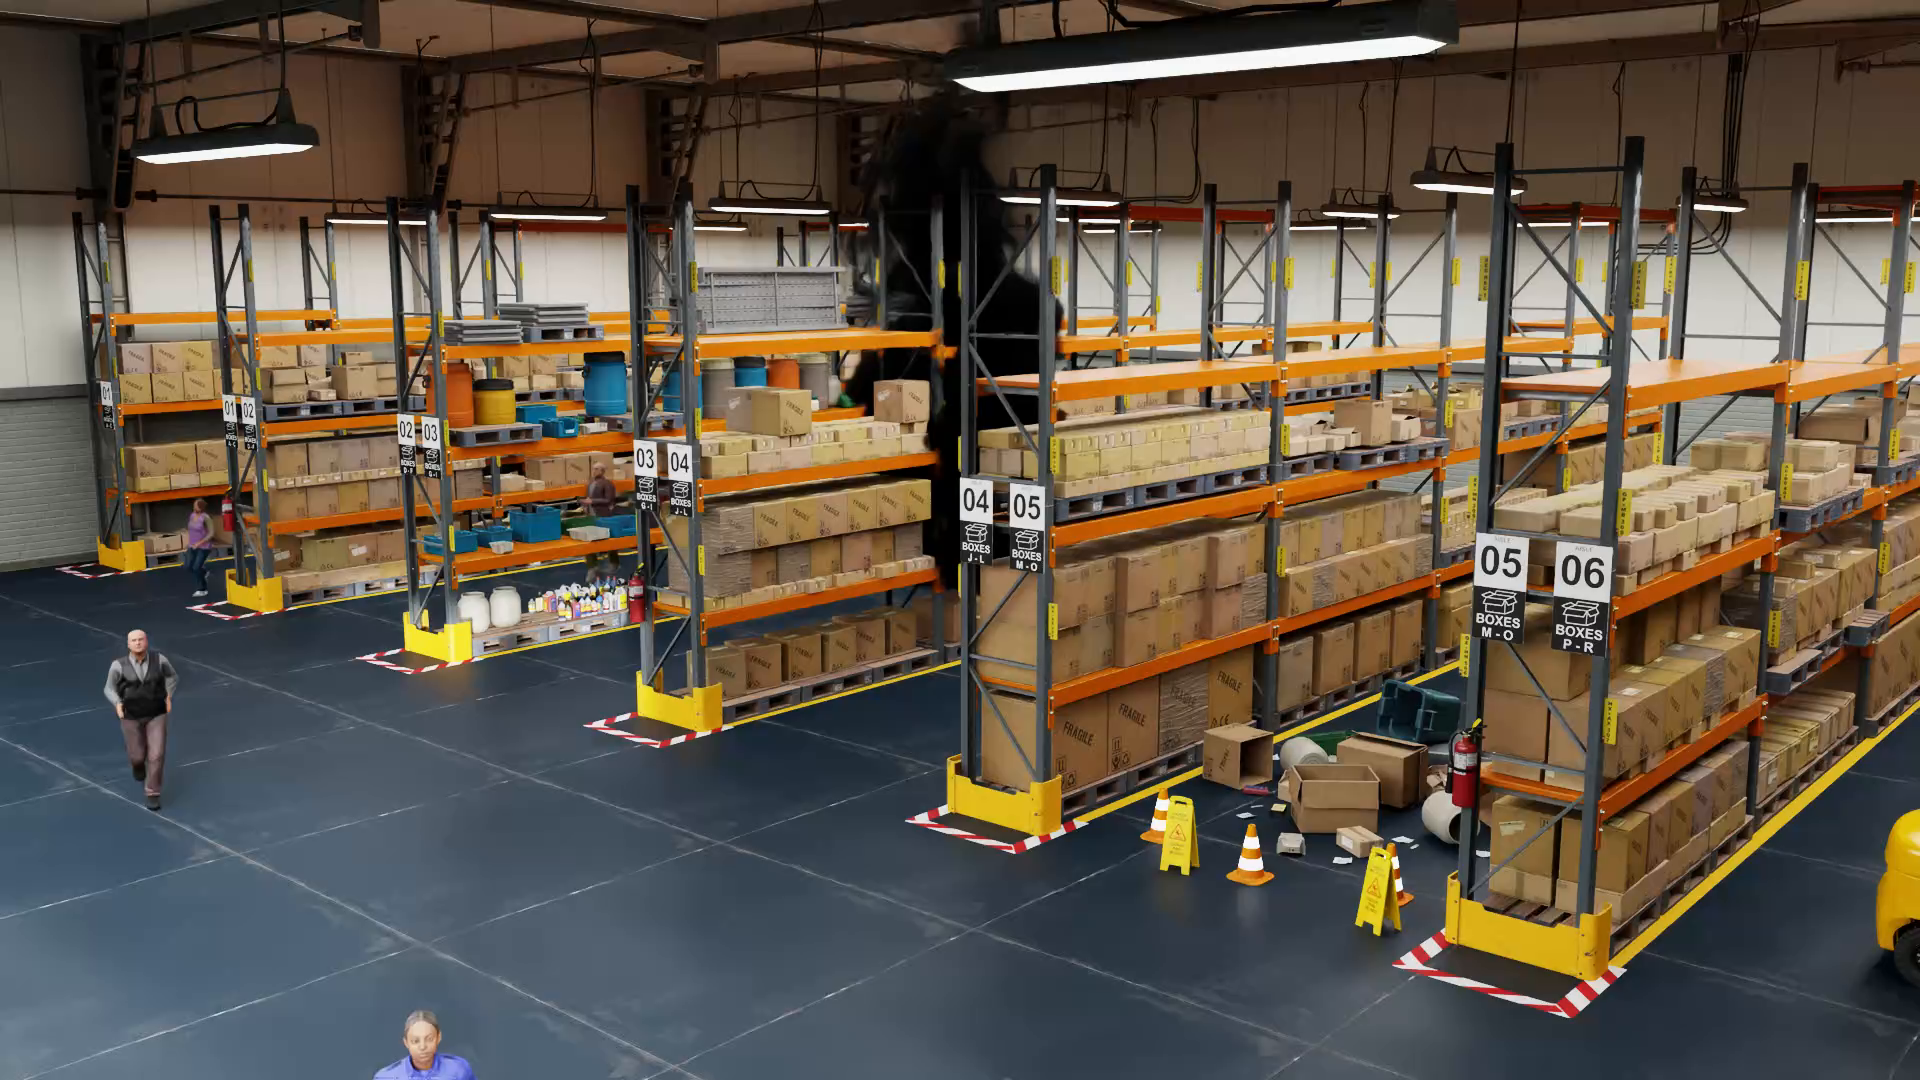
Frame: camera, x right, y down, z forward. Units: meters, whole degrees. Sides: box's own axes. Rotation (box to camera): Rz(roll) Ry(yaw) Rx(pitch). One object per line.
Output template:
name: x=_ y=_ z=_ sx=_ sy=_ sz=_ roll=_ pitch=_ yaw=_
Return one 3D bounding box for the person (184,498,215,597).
person: x=-11.847 y=0.136 z=25.988 sx=0.547 sy=1.555 sz=0.529 roll=3 pitch=10 yaw=17

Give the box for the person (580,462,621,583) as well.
person: x=-5.637 y=-0.271 z=25.917 sx=0.670 sy=1.887 sz=0.786 roll=6 pitch=11 yaw=30

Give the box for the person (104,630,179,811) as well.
person: x=-7.869 y=1.700 z=16.049 sx=0.661 sy=1.708 sz=0.792 roll=-5 pitch=11 yaw=-29

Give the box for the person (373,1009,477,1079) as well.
person: x=-2.604 y=3.055 z=8.111 sx=0.591 sy=1.608 sz=0.575 roll=-4 pitch=10 yaw=-24
